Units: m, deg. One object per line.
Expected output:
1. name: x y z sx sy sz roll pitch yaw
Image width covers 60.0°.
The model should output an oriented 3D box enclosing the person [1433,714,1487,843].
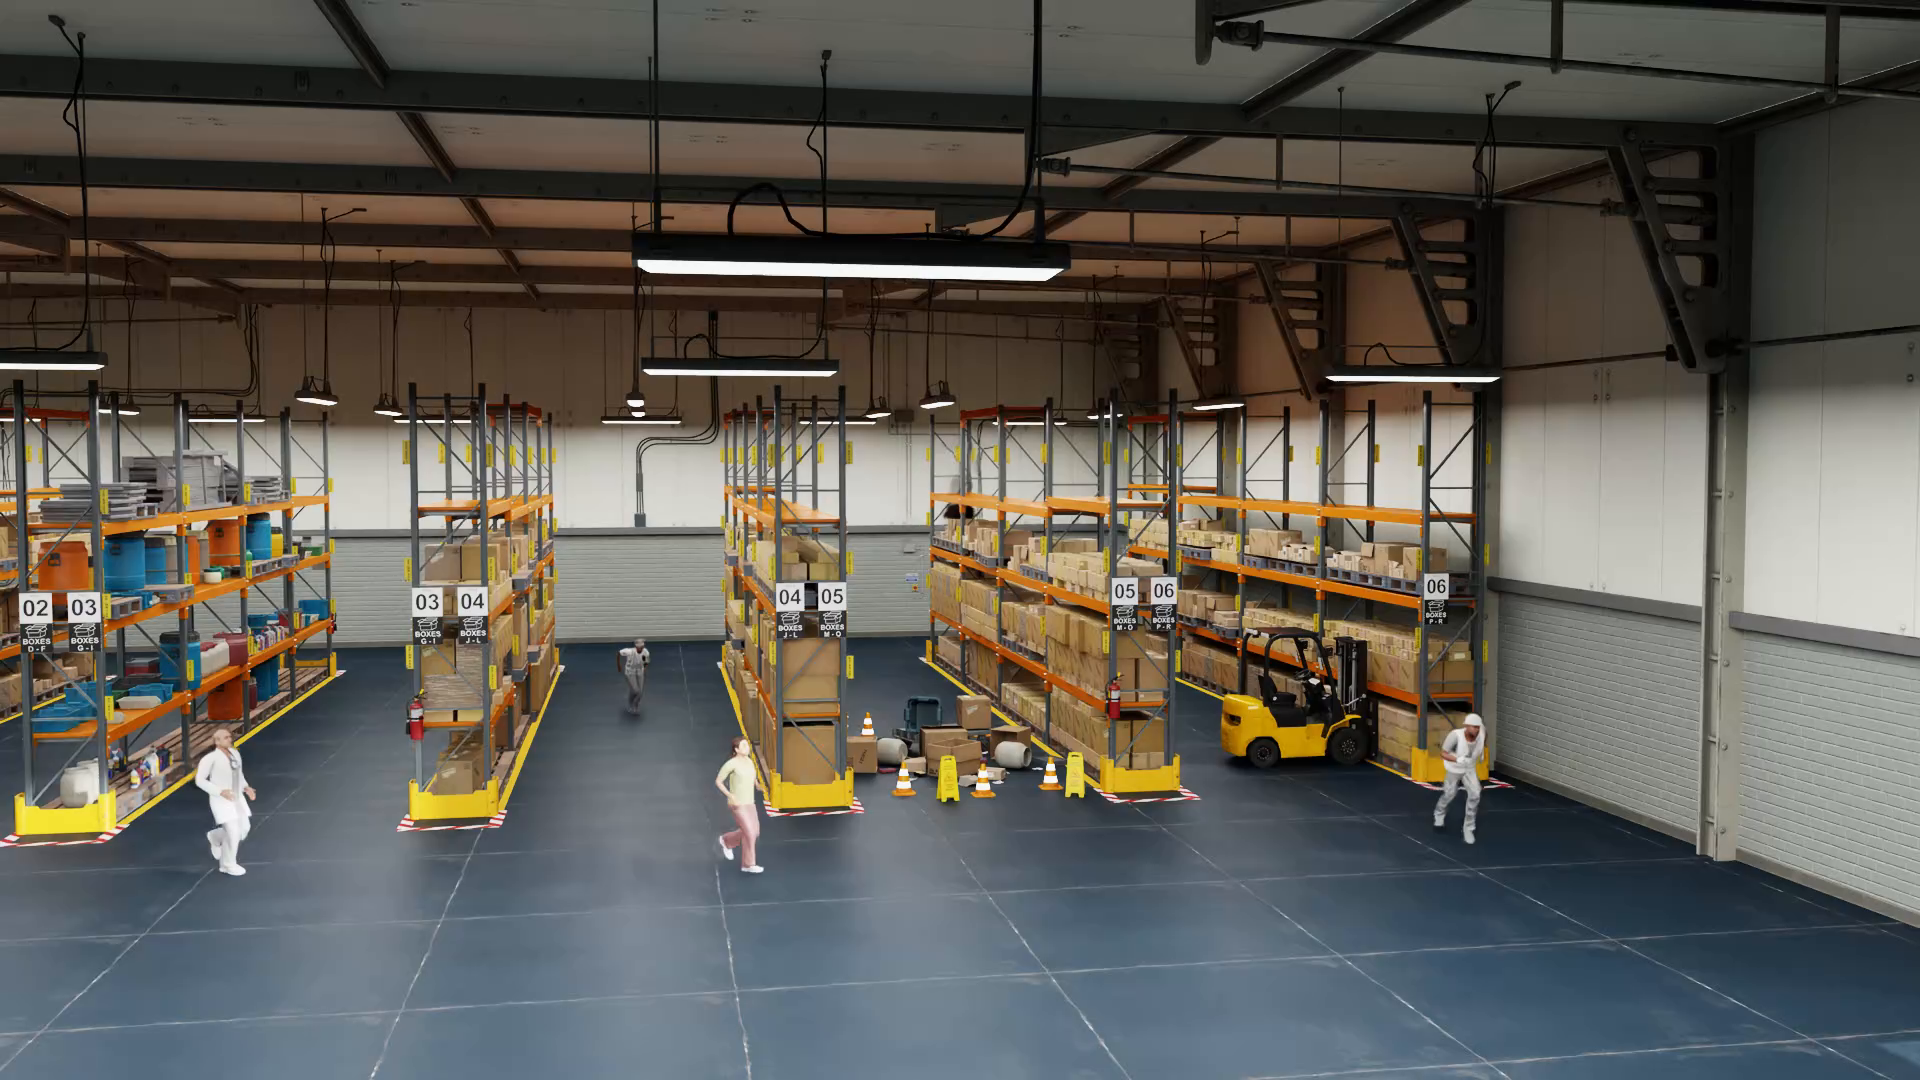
1. person: 6.561 3.084 21.832 0.729 1.725 1.031 -1 3 -13

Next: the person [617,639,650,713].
1. person: -6.291 2.634 32.047 0.602 1.492 0.854 -2 3 -28

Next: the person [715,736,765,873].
1. person: -2.669 3.166 20.003 0.694 1.632 0.579 2 3 34

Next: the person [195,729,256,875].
1. person: -8.845 3.133 19.938 0.643 1.738 0.712 1 3 19
